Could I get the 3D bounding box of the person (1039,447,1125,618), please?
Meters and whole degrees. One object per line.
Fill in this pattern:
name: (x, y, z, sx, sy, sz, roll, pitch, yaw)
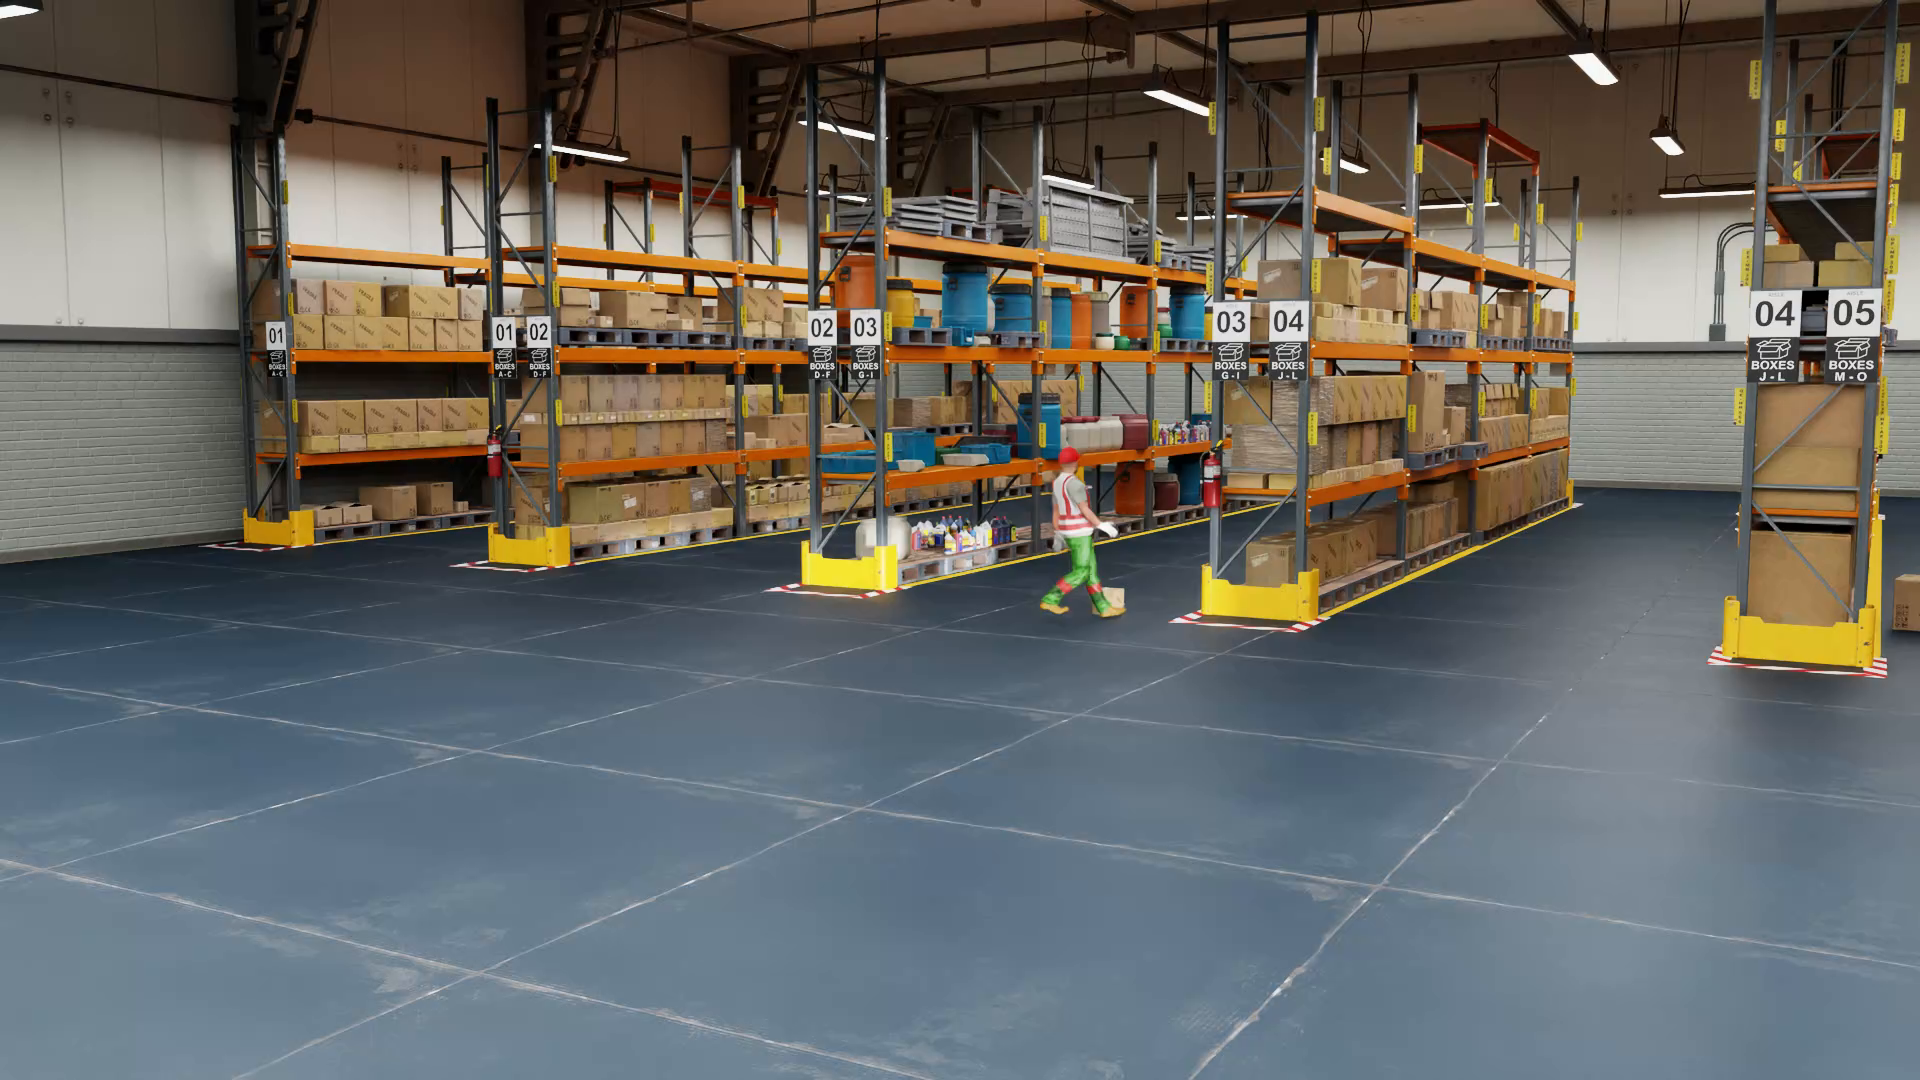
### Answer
person: (1.254, -0.067, 16.751, 0.959, 1.743, 0.622, -2, 6, -17)
